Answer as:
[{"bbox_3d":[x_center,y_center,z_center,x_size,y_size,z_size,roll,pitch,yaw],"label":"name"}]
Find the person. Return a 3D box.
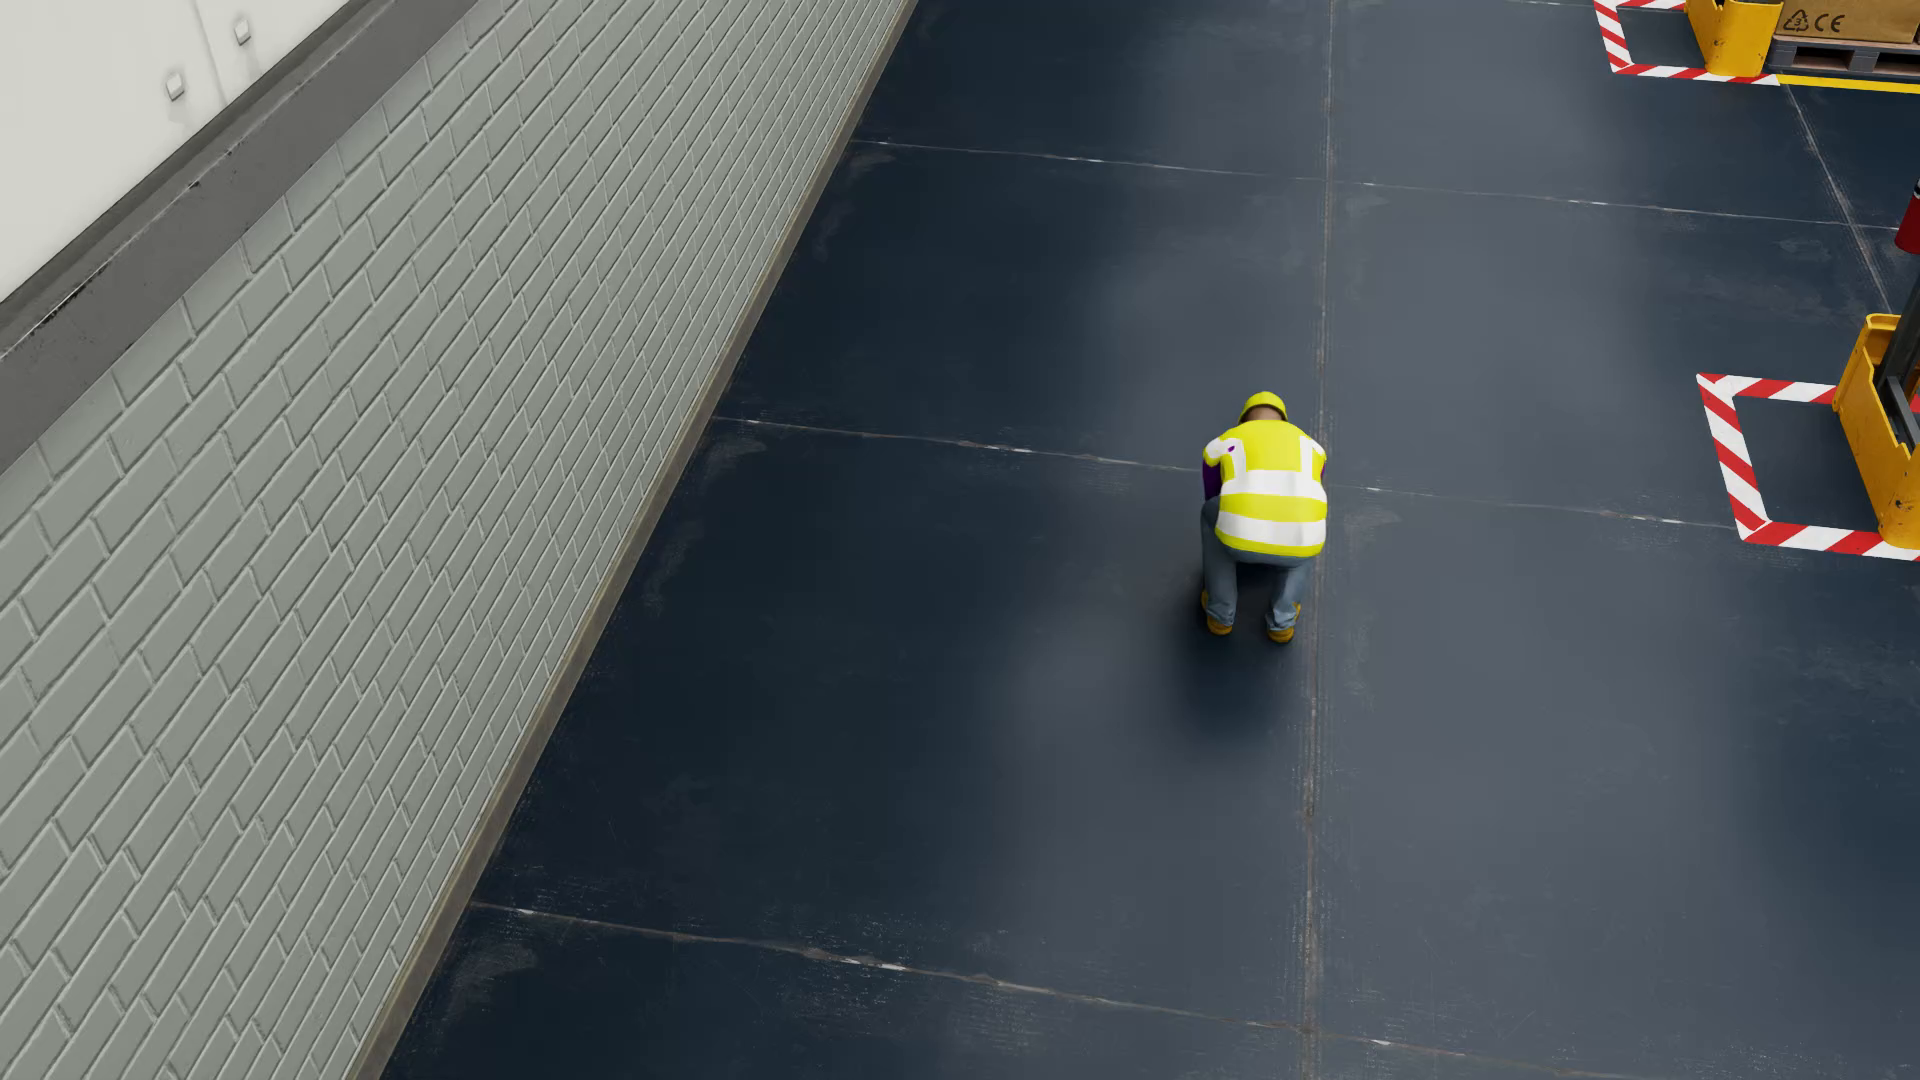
[{"bbox_3d":[1.258,-0.099,6.983,0.514,0.861,0.963,5,41,6],"label":"person"}]
